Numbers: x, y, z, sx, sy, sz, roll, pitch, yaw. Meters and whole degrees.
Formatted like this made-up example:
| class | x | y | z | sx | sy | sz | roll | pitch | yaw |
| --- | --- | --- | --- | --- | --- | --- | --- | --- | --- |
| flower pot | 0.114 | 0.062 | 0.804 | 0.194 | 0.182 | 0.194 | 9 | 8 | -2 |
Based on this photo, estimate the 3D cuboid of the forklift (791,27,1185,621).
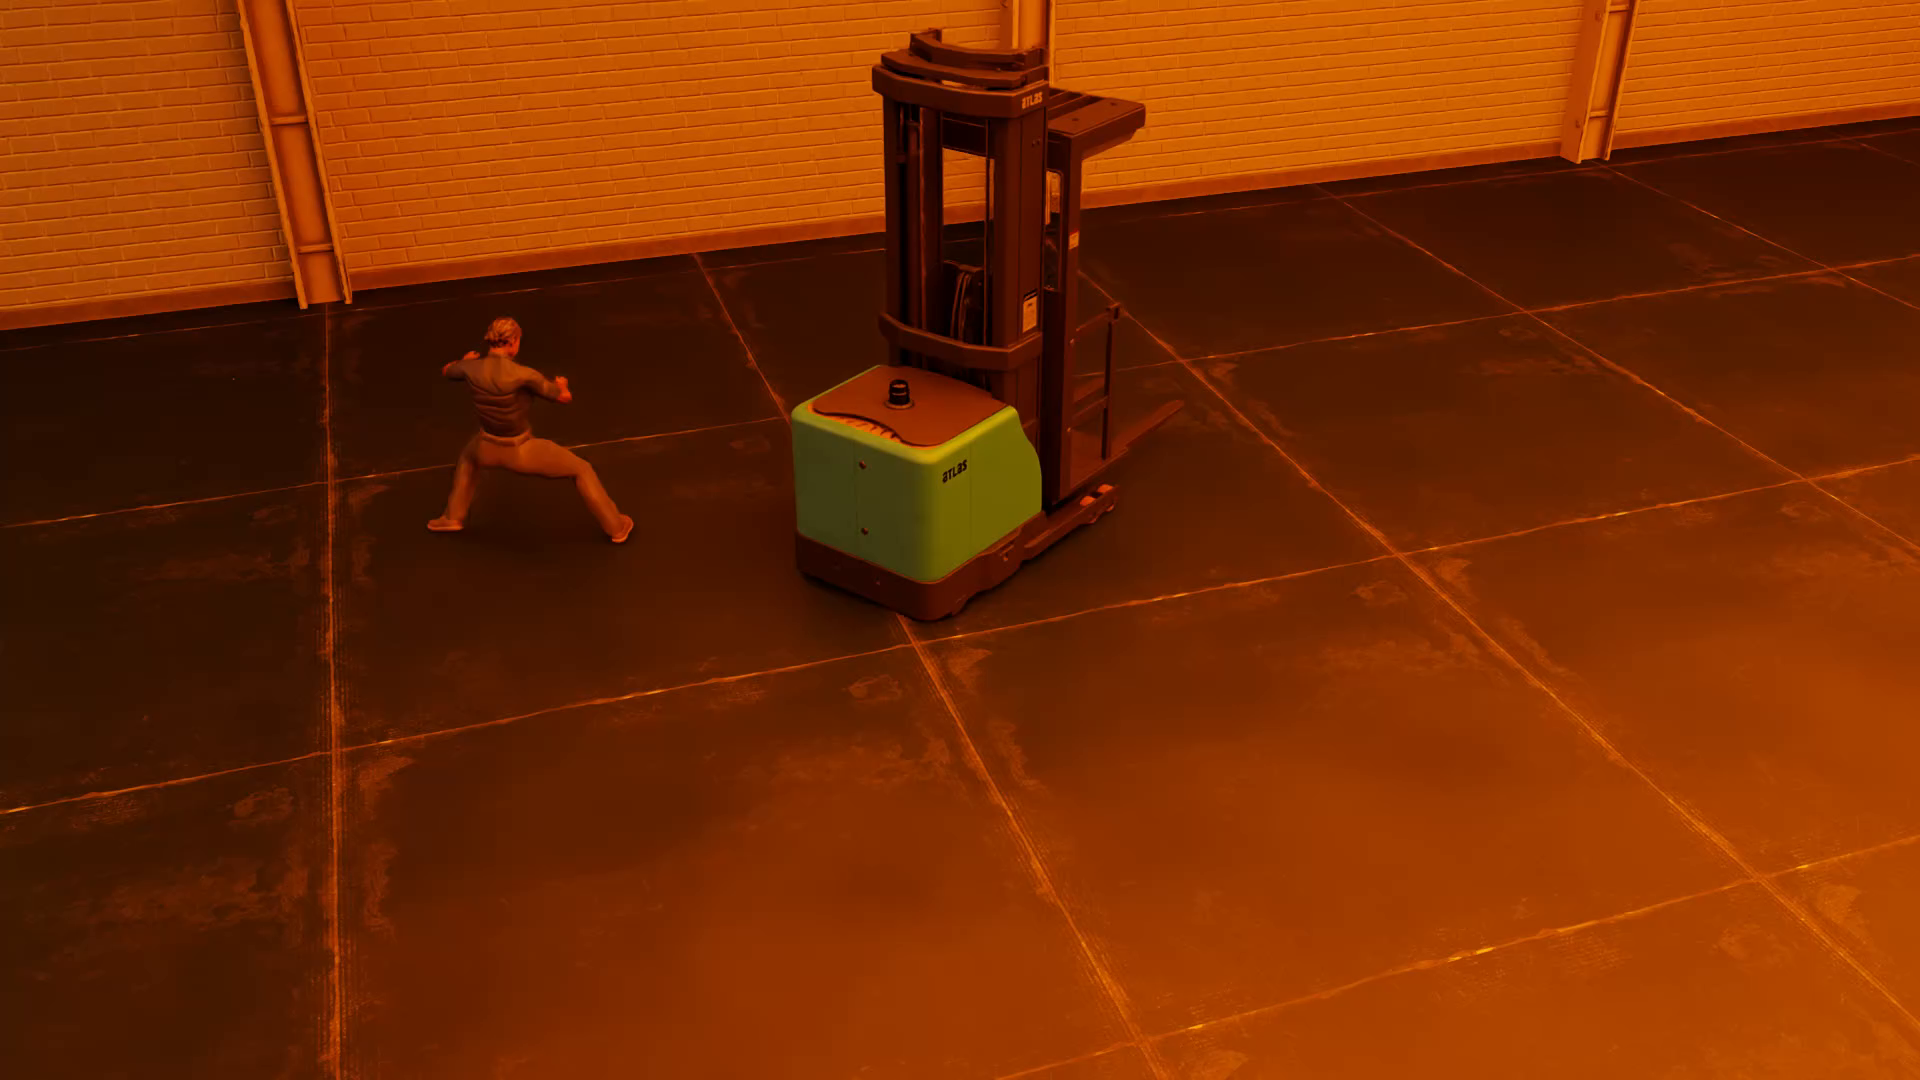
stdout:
| class | x | y | z | sx | sy | sz | roll | pitch | yaw |
| --- | --- | --- | --- | --- | --- | --- | --- | --- | --- |
| forklift | 0.340 | -1.504 | 9.701 | 1.130 | 2.935 | 3.031 | 21 | 36 | 32 |

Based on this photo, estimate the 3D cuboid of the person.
| class | x | y | z | sx | sy | sz | roll | pitch | yaw |
| --- | --- | --- | --- | --- | --- | --- | --- | --- | --- |
| person | -2.595 | -0.660 | 9.743 | 1.194 | 1.426 | 0.617 | 9 | 31 | 15 |
